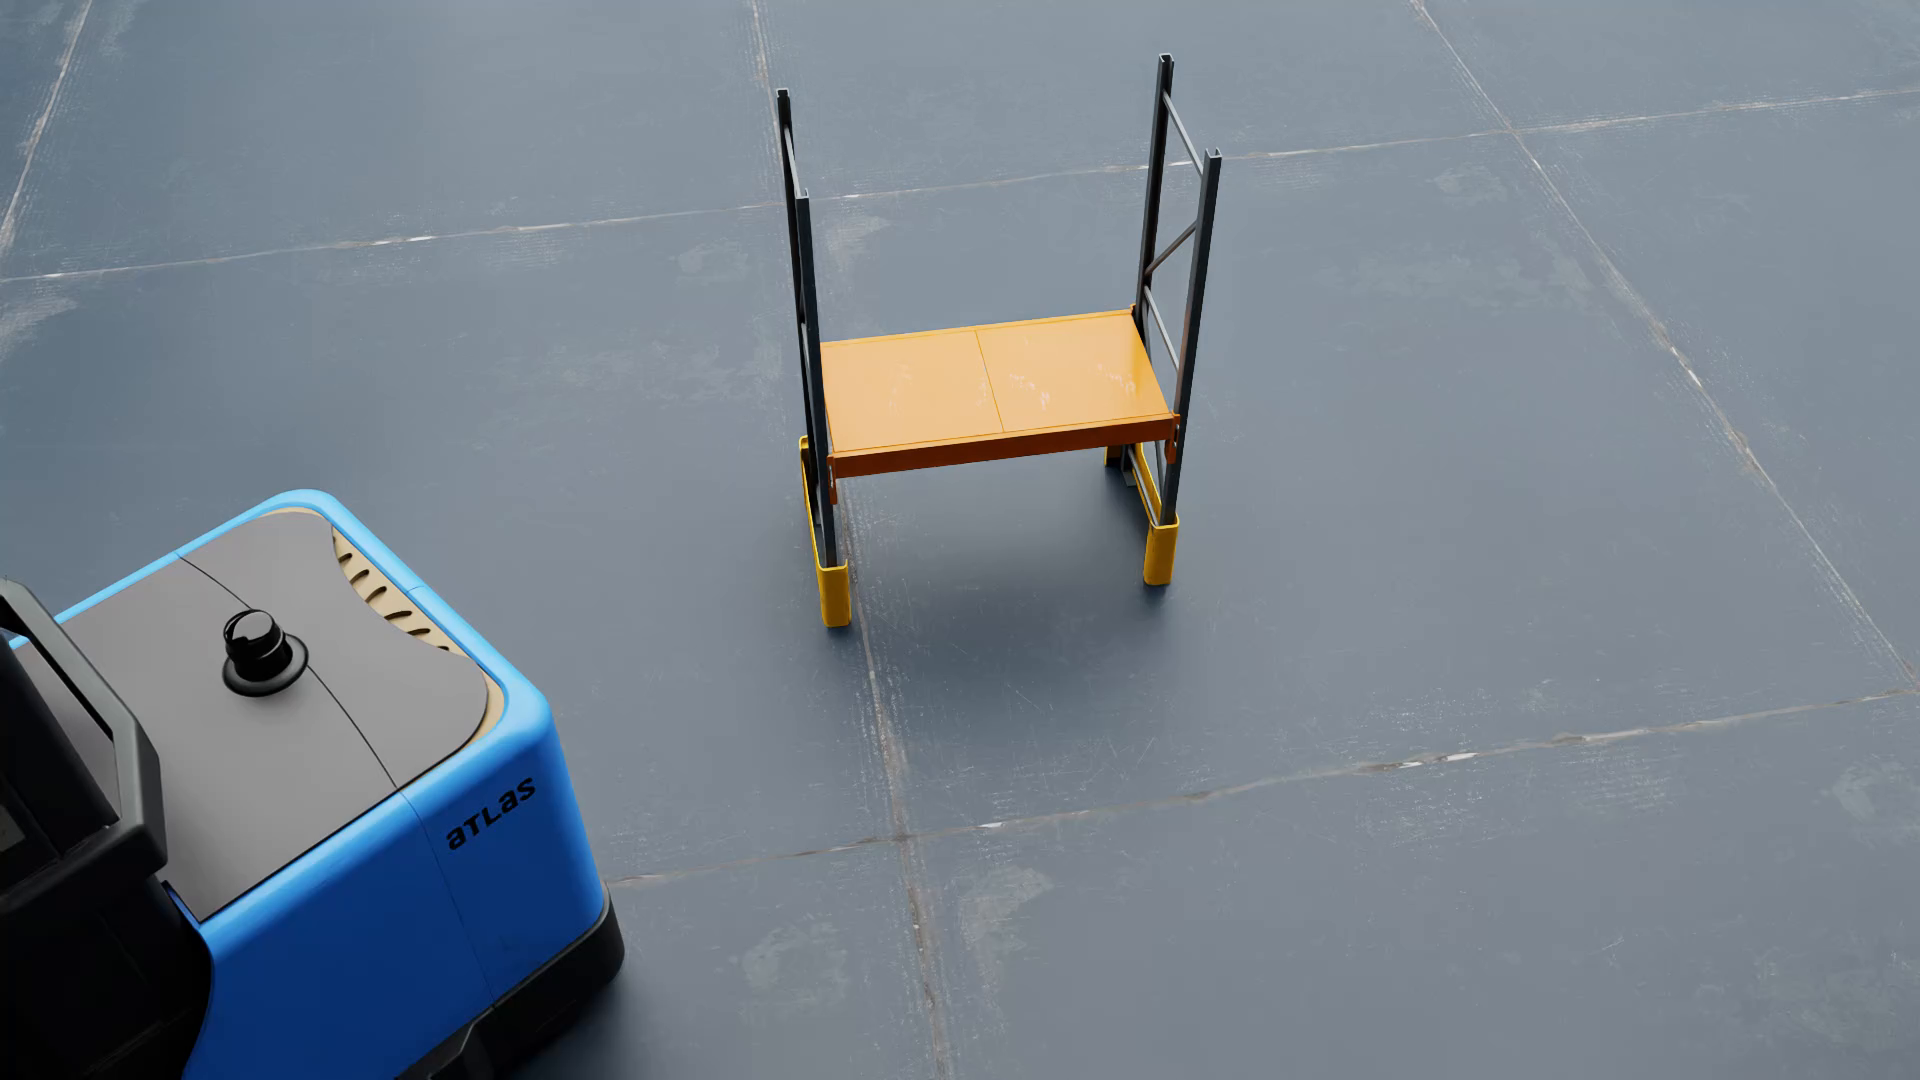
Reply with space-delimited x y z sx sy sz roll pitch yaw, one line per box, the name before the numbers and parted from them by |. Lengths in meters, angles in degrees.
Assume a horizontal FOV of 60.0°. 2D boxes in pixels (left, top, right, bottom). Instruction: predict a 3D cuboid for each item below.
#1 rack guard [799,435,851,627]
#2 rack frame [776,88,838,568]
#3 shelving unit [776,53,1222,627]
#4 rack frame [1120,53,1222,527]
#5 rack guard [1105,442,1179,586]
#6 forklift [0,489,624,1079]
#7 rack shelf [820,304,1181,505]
rack guard | -0.416 -0.035 5.110 0.087 0.250 0.587 -7 46 -7
rack frame | -0.417 -0.468 4.660 0.032 1.500 0.500 -7 46 -7
shelving unit | 0.075 -0.530 4.719 1.083 1.500 0.587 -7 46 -7
rack frame | 0.585 -0.593 4.780 0.032 1.500 0.500 -7 46 -7
rack guard | 0.566 -0.157 5.228 0.087 0.250 0.587 -7 46 -7
forklift | -2.233 0.580 2.656 1.130 2.935 3.031 36 56 29
rack shelf | 0.084 -0.406 4.850 1.000 0.185 0.538 -7 46 -7
